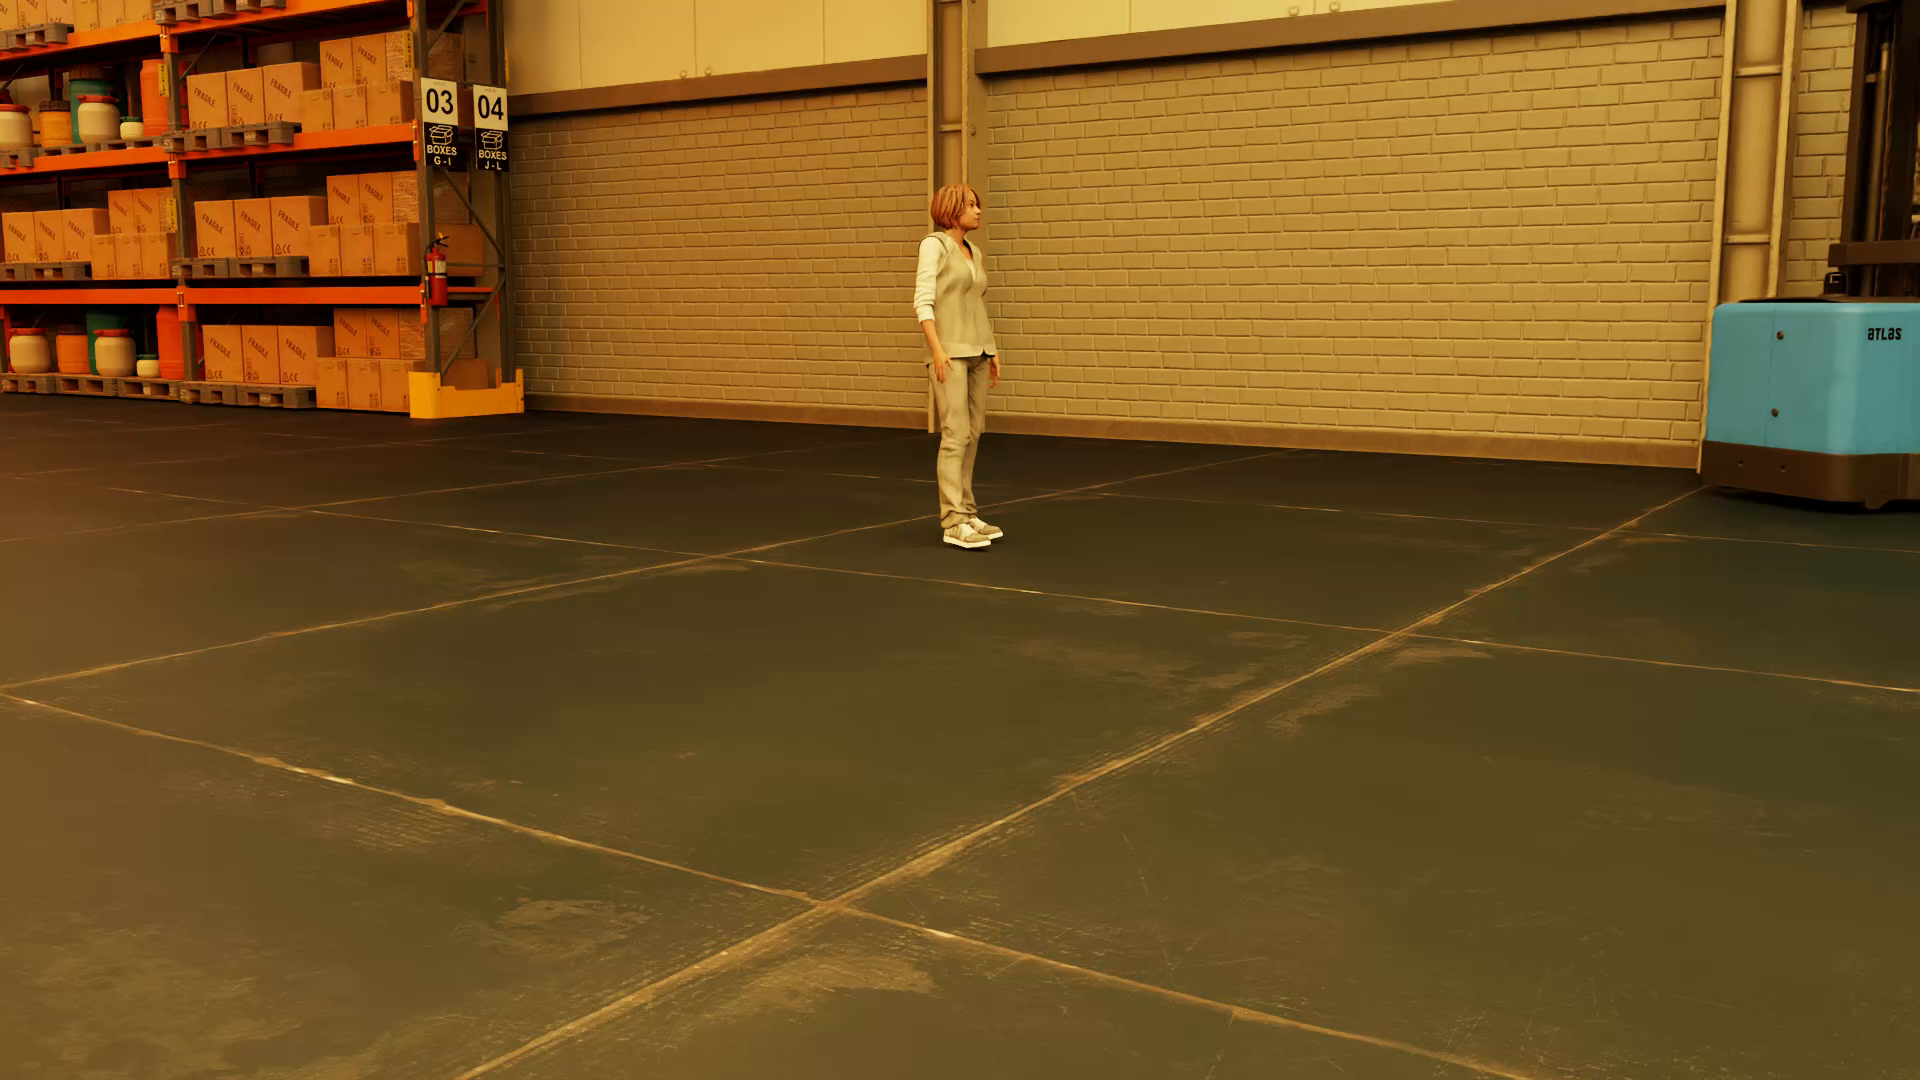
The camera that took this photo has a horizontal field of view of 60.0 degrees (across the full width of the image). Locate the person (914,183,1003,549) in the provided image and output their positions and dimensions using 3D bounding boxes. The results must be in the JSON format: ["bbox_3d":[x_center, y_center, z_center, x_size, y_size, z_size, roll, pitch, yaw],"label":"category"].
[{"bbox_3d":[0.053,-0.791,7.438,0.475,1.597,0.520,5,10,34],"label":"person"}]

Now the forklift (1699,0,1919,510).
[{"bbox_3d":[5.736,-1.700,9.148,3.031,2.935,1.130,-2,8,-17],"label":"forklift"}]
